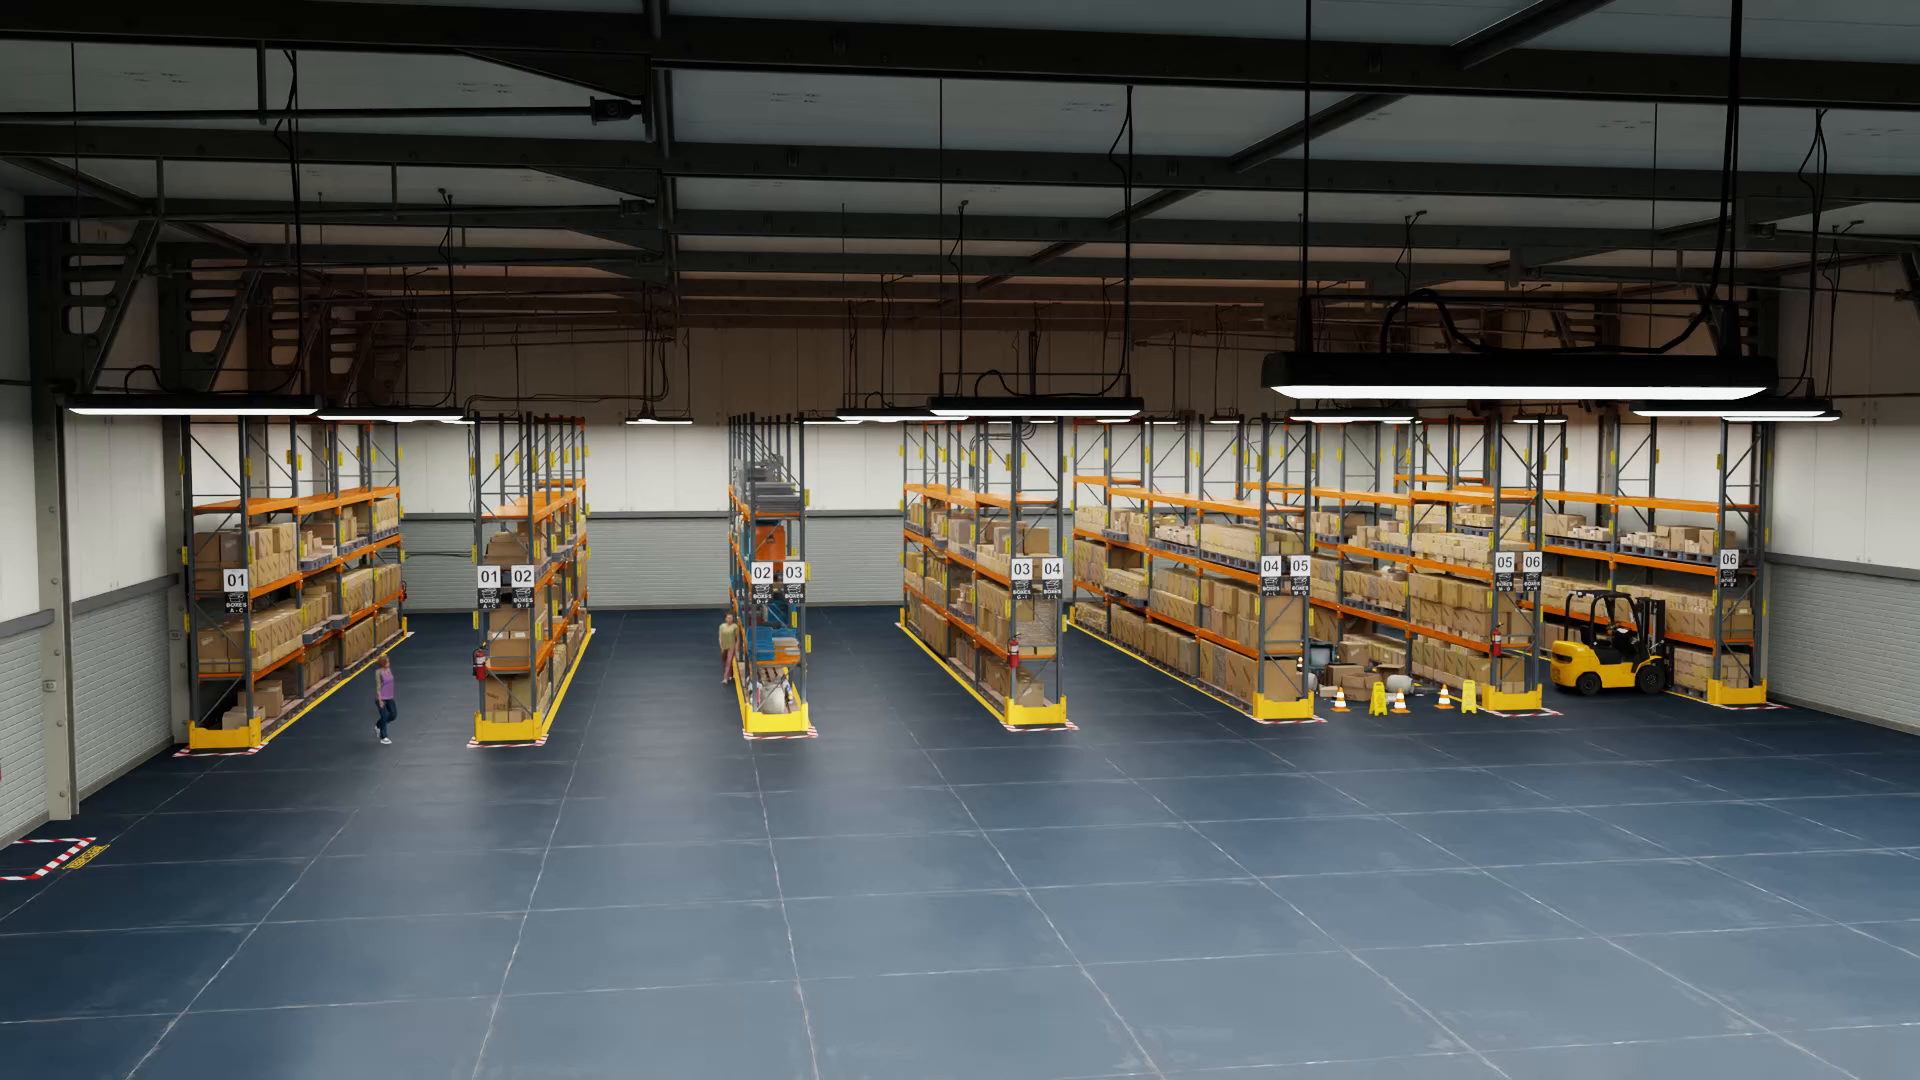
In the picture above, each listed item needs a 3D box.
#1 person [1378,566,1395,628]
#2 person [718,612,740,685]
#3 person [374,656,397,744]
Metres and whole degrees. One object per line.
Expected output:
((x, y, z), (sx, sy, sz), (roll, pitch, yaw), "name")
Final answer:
((12.183, 1.608, 47.318), (0.526, 1.751, 0.555), (-4, 5, -44), "person")
((-5.173, 2.394, 37.073), (0.438, 1.585, 1.123), (0, 4, 6), "person")
((-10.443, 2.869, 30.023), (0.517, 1.586, 0.402), (2, 4, 30), "person")
